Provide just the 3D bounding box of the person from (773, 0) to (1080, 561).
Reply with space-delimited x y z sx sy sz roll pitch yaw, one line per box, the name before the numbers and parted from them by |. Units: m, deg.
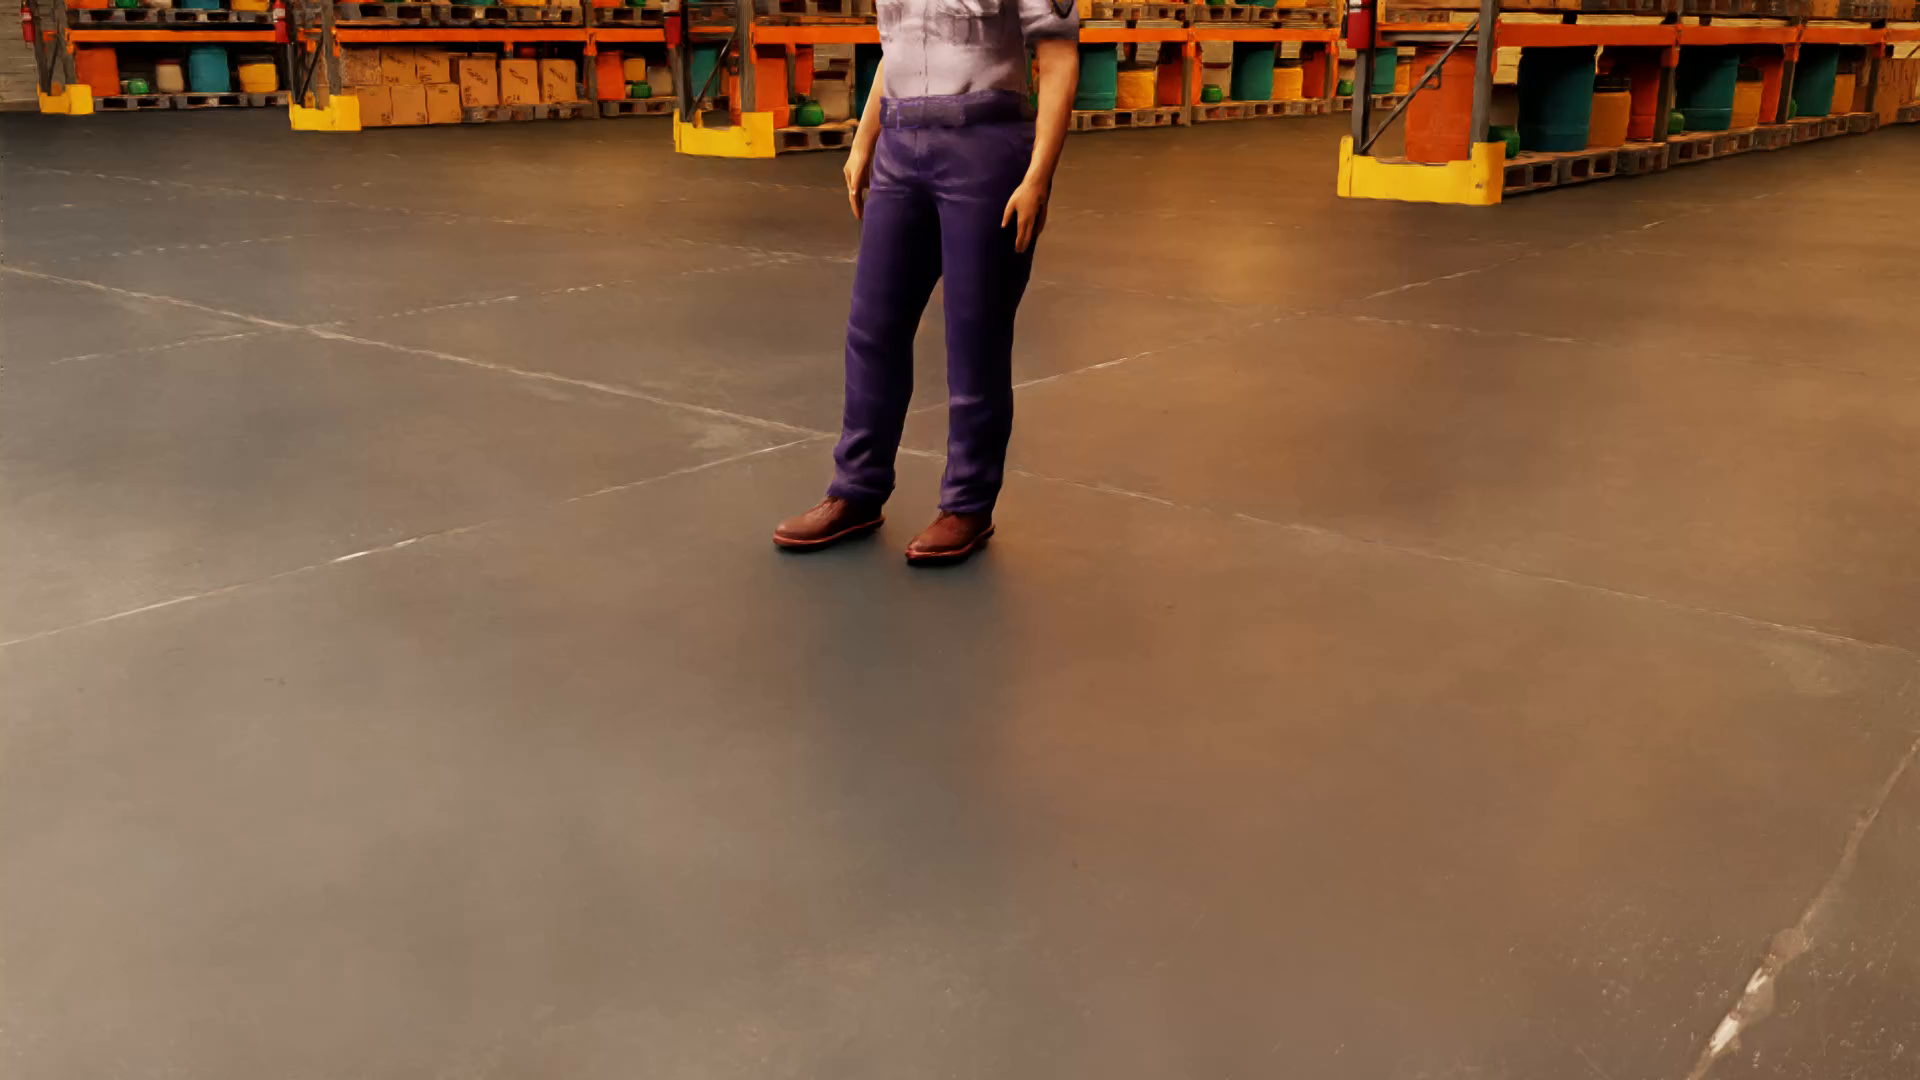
person | -0.075 -0.773 3.649 0.599 1.637 0.501 13 21 37
